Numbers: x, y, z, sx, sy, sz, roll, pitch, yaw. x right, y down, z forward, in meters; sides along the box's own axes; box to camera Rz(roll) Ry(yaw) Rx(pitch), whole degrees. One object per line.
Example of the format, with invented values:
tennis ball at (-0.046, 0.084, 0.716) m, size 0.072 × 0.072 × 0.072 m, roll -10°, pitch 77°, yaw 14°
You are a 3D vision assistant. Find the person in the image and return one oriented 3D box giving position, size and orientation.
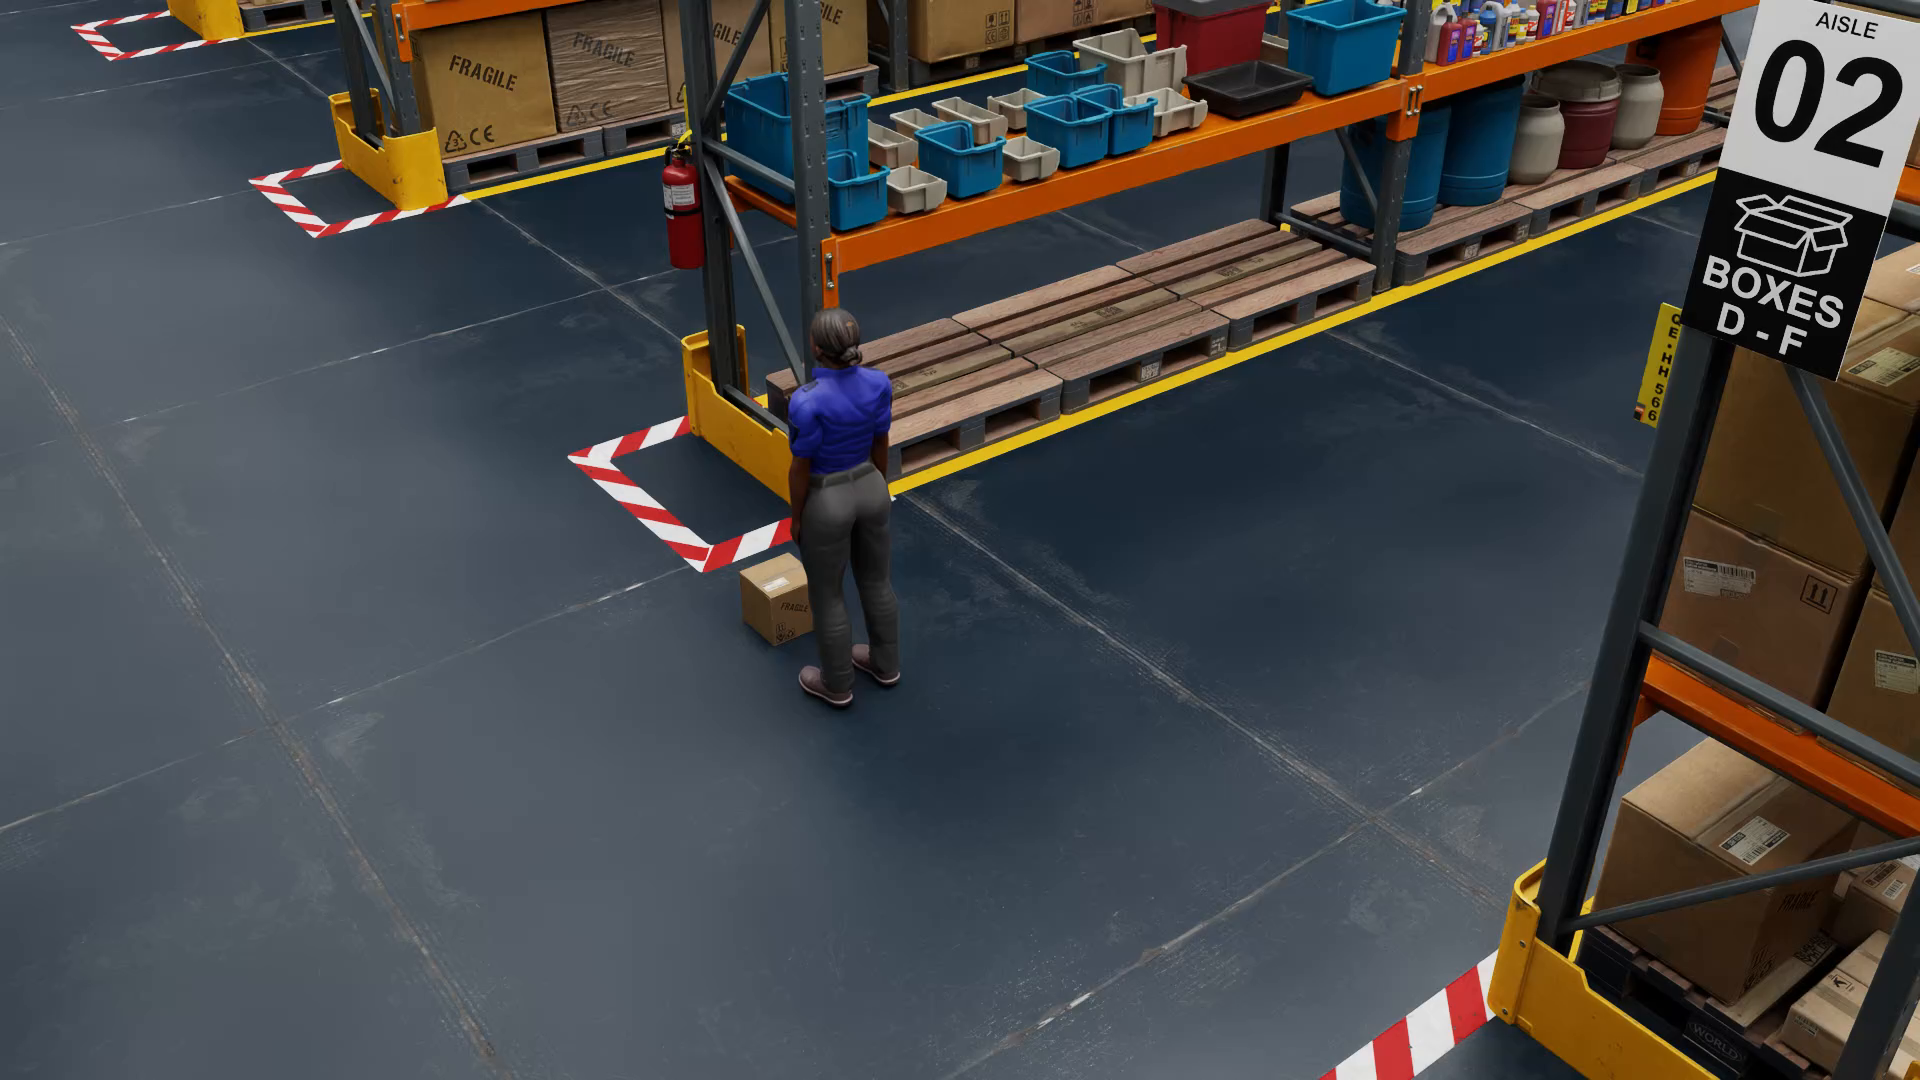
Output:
person at (-0.454, -0.126, 6.337) m, size 0.435 × 1.659 × 0.309 m, roll -21°, pitch 38°, yaw -30°
